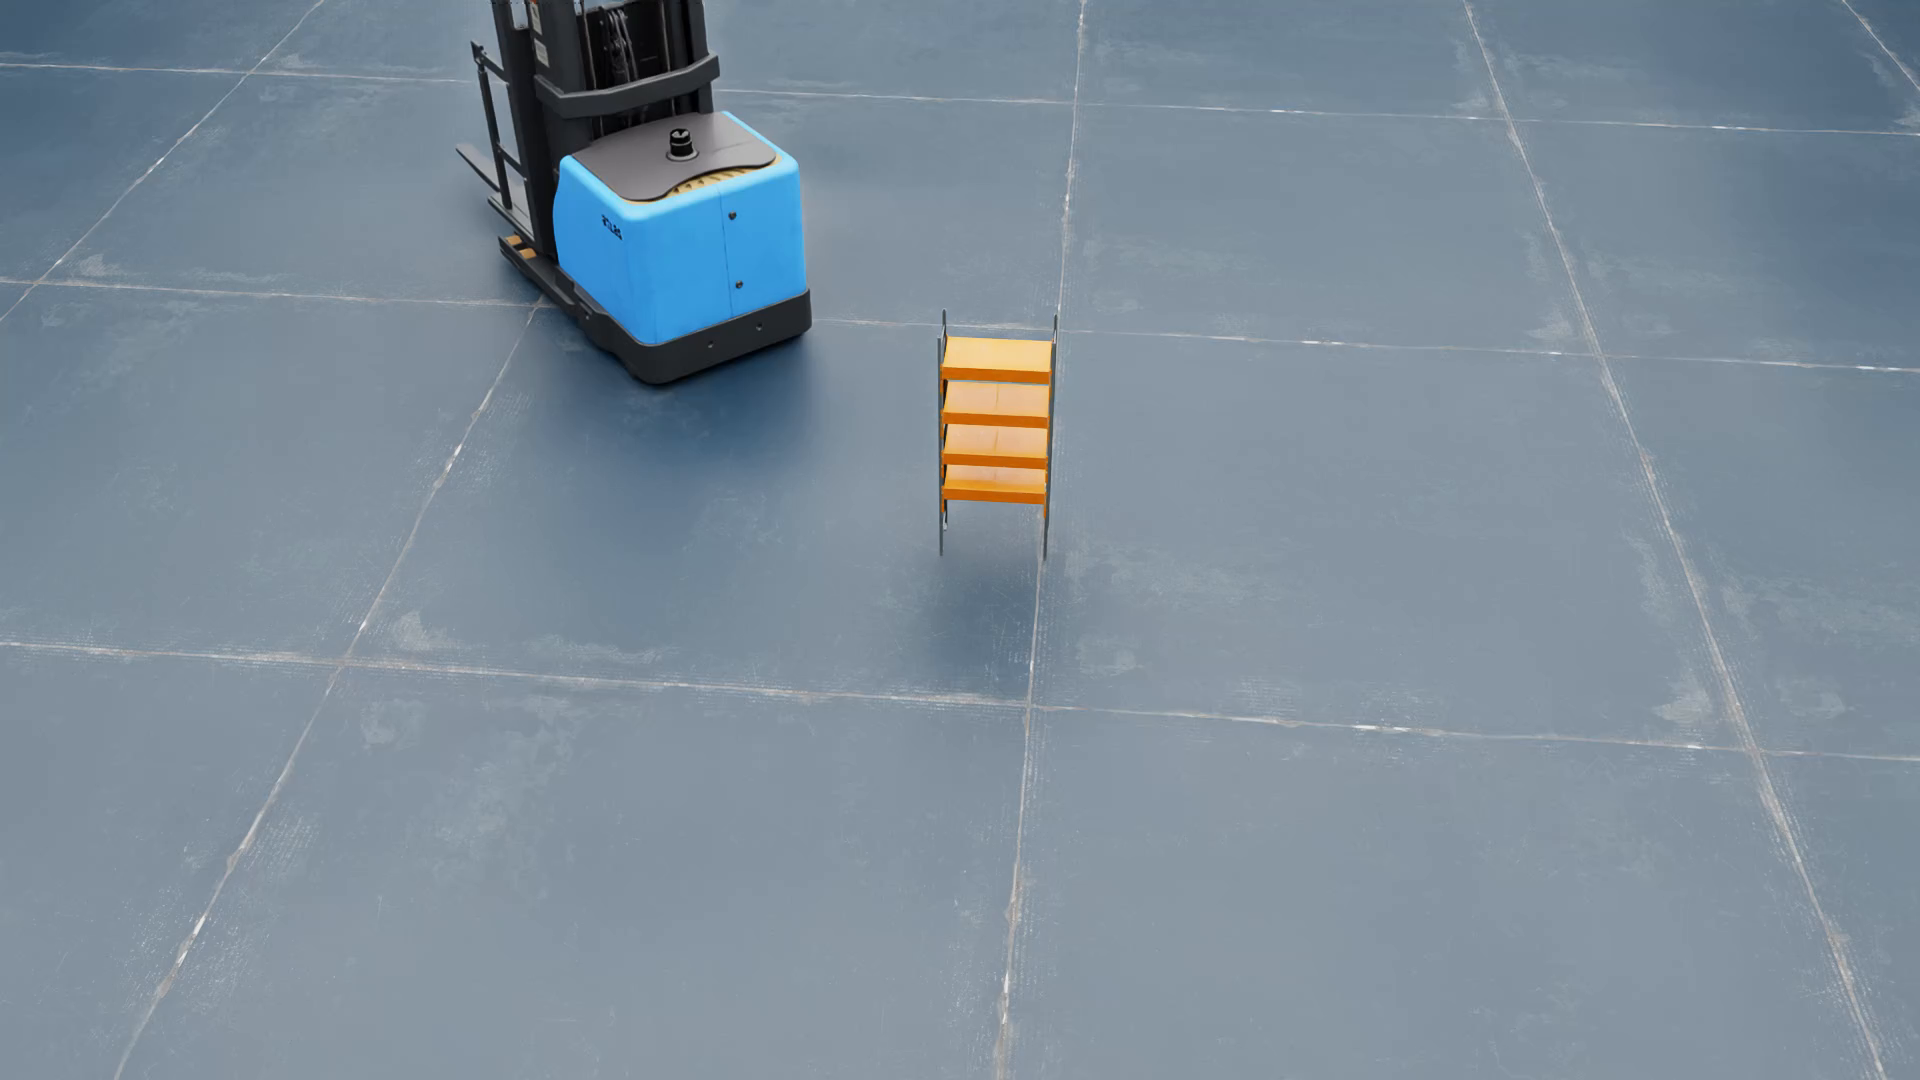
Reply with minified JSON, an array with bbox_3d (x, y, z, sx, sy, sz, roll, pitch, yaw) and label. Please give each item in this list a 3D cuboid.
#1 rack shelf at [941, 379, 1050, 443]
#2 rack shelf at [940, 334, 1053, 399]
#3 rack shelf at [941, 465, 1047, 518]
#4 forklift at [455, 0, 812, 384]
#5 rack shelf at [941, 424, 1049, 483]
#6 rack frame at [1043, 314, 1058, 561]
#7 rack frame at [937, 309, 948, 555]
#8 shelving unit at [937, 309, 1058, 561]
[{"bbox_3d":[0.165,-0.578,7.432,0.480,0.148,0.258,3,39,4],"label":"rack shelf"},{"bbox_3d":[0.165,-0.761,7.283,0.480,0.148,0.258,3,39,4],"label":"rack shelf"},{"bbox_3d":[0.165,-0.250,7.698,0.480,0.148,0.258,3,39,4],"label":"rack shelf"},{"bbox_3d":[-2.092,-2.853,9.103,1.130,2.935,3.031,-24,45,-27],"label":"forklift"},{"bbox_3d":[0.165,-0.404,7.573,0.480,0.148,0.258,3,39,4],"label":"rack shelf"},{"bbox_3d":[0.408,-0.443,7.514,0.015,1.200,0.240,3,39,4],"label":"rack frame"},{"bbox_3d":[-0.078,-0.470,7.547,0.015,1.200,0.240,3,39,4],"label":"rack frame"},{"bbox_3d":[0.165,-0.456,7.531,0.503,1.200,0.258,3,39,4],"label":"shelving unit"}]
